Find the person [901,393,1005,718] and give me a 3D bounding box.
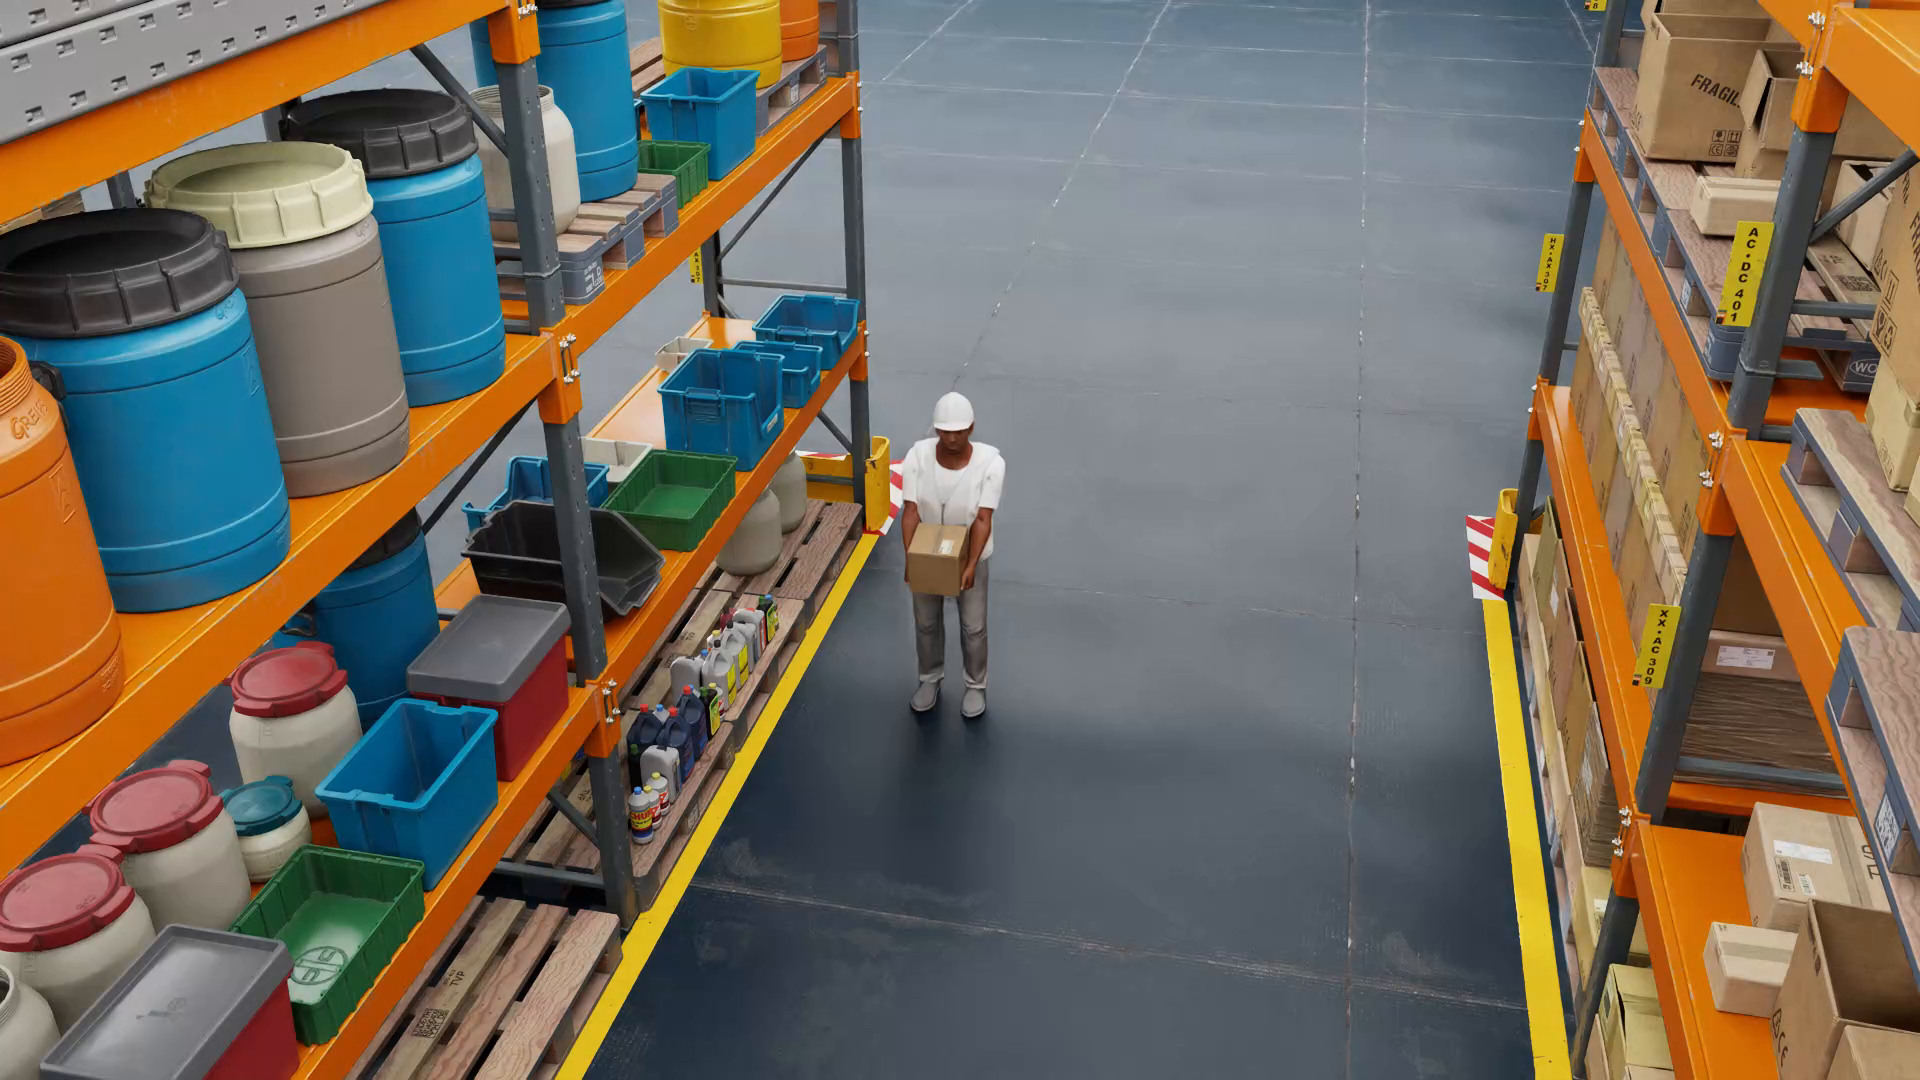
[{"bbox_3d":[-0.054,0.117,8.383,0.505,1.763,0.563,6,29,10],"label":"person"}]
